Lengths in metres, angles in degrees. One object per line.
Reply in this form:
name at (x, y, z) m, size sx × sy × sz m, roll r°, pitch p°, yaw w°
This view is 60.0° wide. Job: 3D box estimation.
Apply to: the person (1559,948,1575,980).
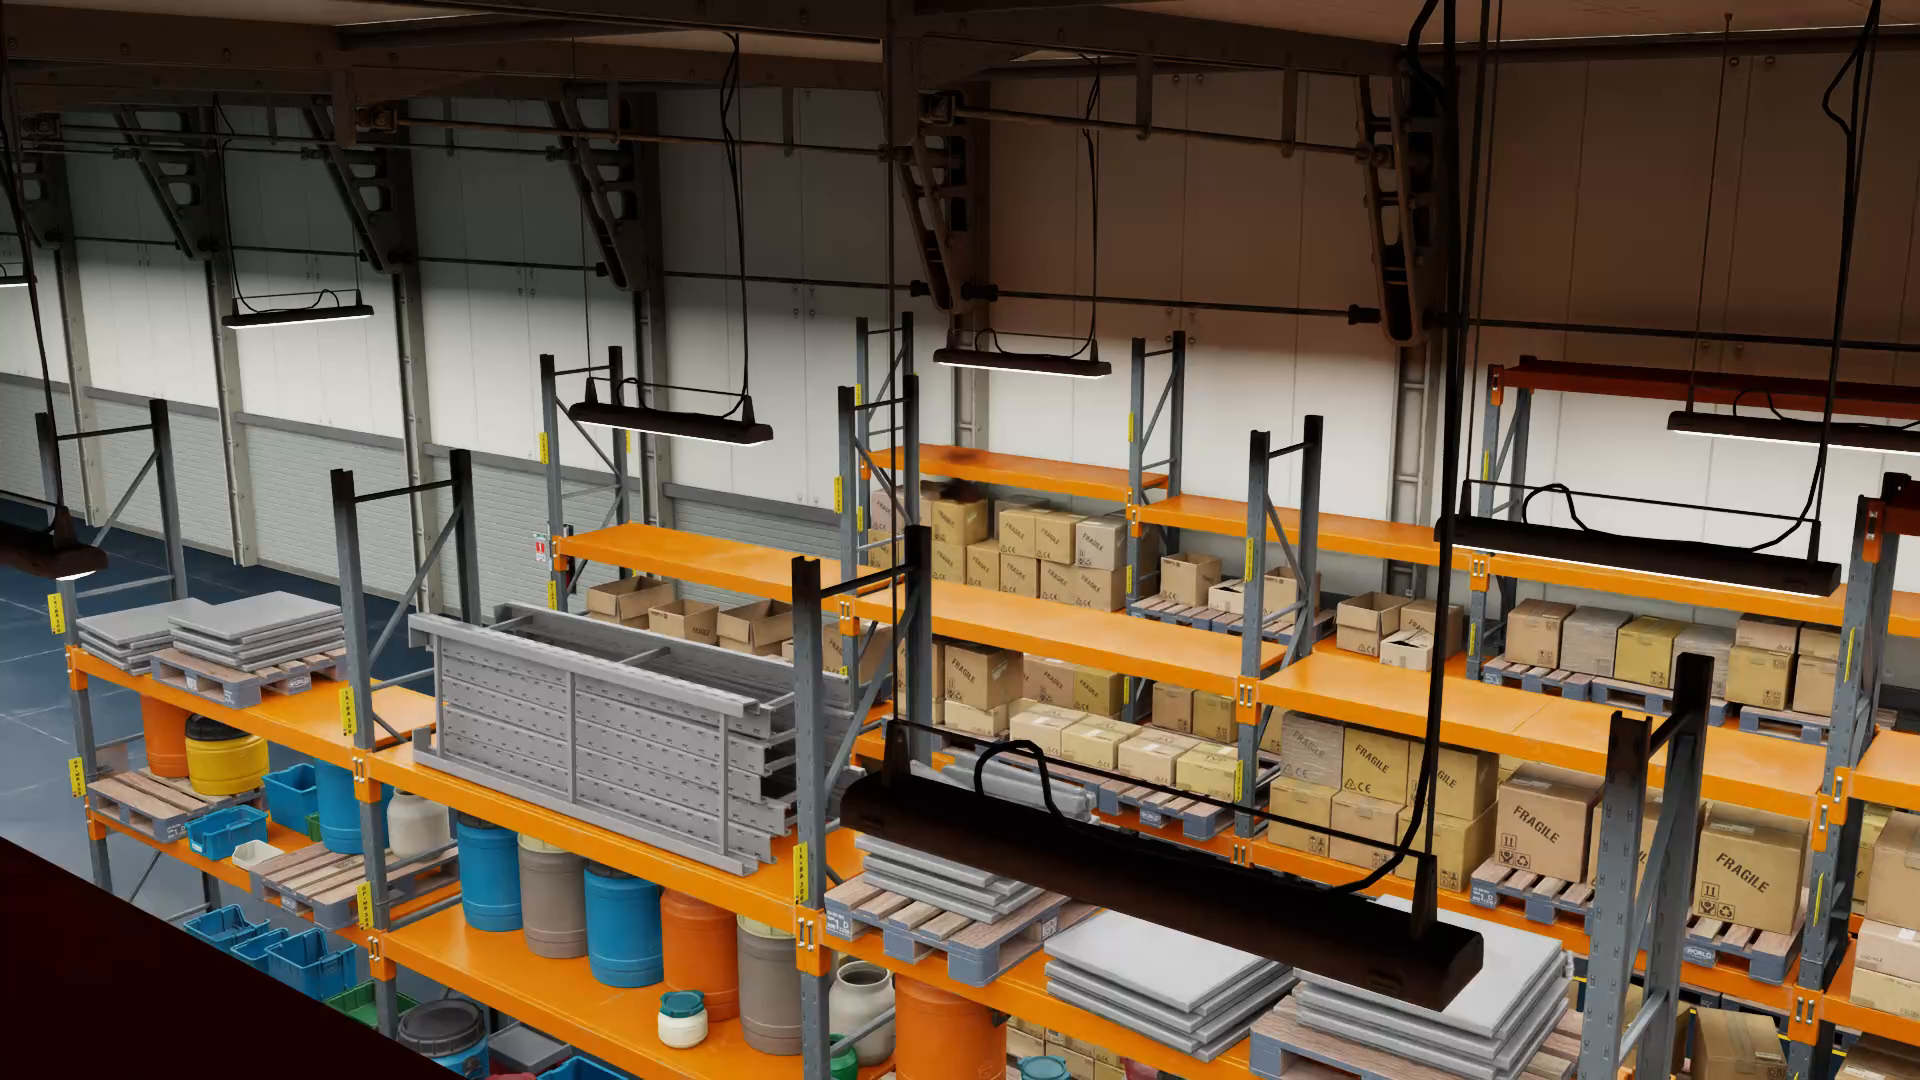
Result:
person at (5.193, 3.948, 14.711) m, size 0.375 × 1.592 × 0.498 m, roll -9°, pitch 16°, yaw -33°
